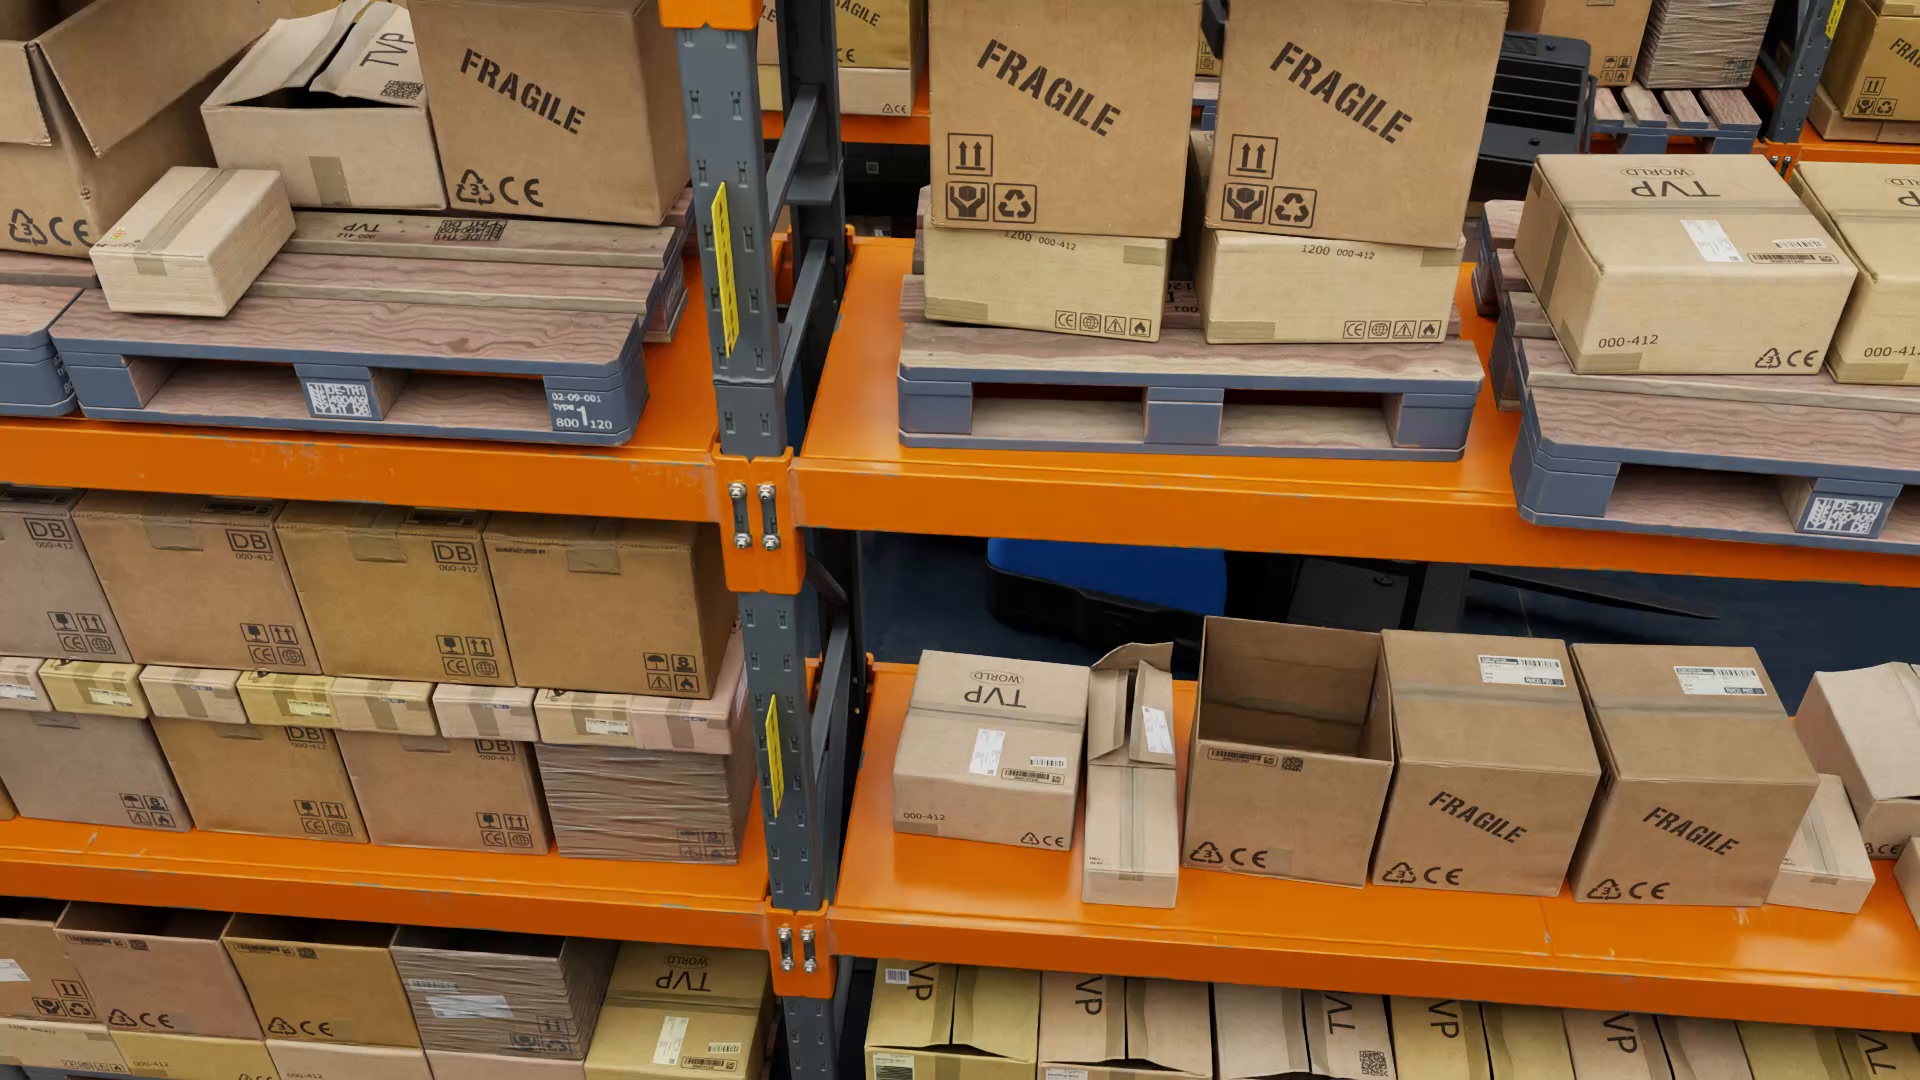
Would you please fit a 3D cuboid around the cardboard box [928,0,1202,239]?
[{"bbox_3d":[0.214,-0.963,3.373,0.500,0.500,0.500,4,39,4],"label":"cardboard box"}]

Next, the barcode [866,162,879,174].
[{"bbox_3d":[-0.490,-2.084,9.312,0.075,0.075,0.001,3,39,4],"label":"barcode"}]

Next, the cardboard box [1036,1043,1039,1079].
[{"bbox_3d":[0.493,1.647,5.196,0.500,0.250,0.500,4,39,5],"label":"cardboard box"}]

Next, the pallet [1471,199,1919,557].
[{"bbox_3d":[1.790,-0.375,3.608,1.213,0.211,1.003,5,39,6],"label":"pallet"}]

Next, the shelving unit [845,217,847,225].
[{"bbox_3d":[-0.159,-0.632,7.339,0.755,1.500,0.431,5,39,7],"label":"shelving unit"}]

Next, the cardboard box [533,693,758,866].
[{"bbox_3d":[-0.839,0.478,4.707,0.500,0.500,0.700,2,39,3],"label":"cardboard box"}]

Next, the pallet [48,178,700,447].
[{"bbox_3d":[-1.249,-0.622,3.832,1.213,0.211,1.003,3,39,4],"label":"pallet"}]

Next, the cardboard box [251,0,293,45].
[{"bbox_3d":[-3.509,-2.822,8.349,0.500,0.500,0.500,3,39,4],"label":"cardboard box"}]

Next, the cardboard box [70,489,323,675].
[{"bbox_3d":[-1.842,-0.079,4.364,0.500,0.500,0.700,3,39,4],"label":"cardboard box"}]

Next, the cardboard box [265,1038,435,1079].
[{"bbox_3d":[-1.874,1.502,5.375,0.500,0.250,0.500,3,39,4],"label":"cardboard box"}]

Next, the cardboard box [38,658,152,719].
[{"bbox_3d":[-2.216,0.284,4.432,0.250,0.149,0.380,4,39,5],"label":"cardboard box"}]

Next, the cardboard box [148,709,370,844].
[{"bbox_3d":[-1.865,0.424,4.774,0.500,0.500,0.700,4,39,5],"label":"cardboard box"}]

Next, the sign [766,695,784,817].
[{"bbox_3d":[-0.443,0.520,3.987,0.005,0.325,0.100,3,39,4],"label":"sign"}]

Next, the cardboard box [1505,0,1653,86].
[{"bbox_3d":[2.984,-2.603,8.144,0.500,0.500,0.700,0,39,0],"label":"cardboard box"}]

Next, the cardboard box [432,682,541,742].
[{"bbox_3d":[-1.194,0.339,4.364,0.250,0.149,0.380,2,39,3],"label":"cardboard box"}]

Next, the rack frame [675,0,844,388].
[{"bbox_3d":[-0.397,-1.789,2.820,0.127,3.000,1.000,3,39,4],"label":"rack frame"}]

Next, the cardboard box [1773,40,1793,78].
[{"bbox_3d":[4.358,-2.414,8.523,0.250,0.149,0.380,4,39,5],"label":"cardboard box"}]

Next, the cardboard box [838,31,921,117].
[{"bbox_3d":[-0.471,-2.363,8.380,0.500,0.250,0.500,3,39,4],"label":"cardboard box"}]

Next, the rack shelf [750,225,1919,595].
[{"bbox_3d":[1.596,-0.238,3.860,4.000,0.370,1.077,3,39,4],"label":"rack shelf"}]

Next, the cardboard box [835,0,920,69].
[{"bbox_3d":[-0.471,-2.650,8.139,0.500,0.500,0.500,3,39,4],"label":"cardboard box"}]

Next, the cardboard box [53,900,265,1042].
[{"bbox_3d":[-2.373,1.185,5.170,0.500,0.500,0.500,3,39,4],"label":"cardboard box"}]

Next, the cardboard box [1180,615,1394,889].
[{"bbox_3d":[0.892,0.579,4.583,0.500,0.500,0.500,6,40,7],"label":"cardboard box"}]

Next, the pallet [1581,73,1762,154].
[{"bbox_3d":[3.293,-2.258,8.300,1.003,0.211,1.213,3,39,4],"label":"pallet"}]

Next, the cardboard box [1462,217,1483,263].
[{"bbox_3d":[2.787,-1.669,9.056,0.500,0.500,0.700,3,39,4],"label":"cardboard box"}]

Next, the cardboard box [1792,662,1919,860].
[{"bbox_3d":[2.714,0.619,4.684,0.500,0.311,0.500,3,39,3],"label":"cardboard box"}]

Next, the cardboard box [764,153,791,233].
[{"bbox_3d":[-1.011,-1.811,9.230,0.500,0.500,0.500,0,39,0],"label":"cardboard box"}]

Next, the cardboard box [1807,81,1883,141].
[{"bbox_3d":[4.320,-2.107,8.146,0.250,0.149,0.380,3,39,3],"label":"cardboard box"}]

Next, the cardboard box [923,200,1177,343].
[{"bbox_3d":[0.216,-0.691,3.633,0.500,0.250,0.500,7,40,8],"label":"cardboard box"}]

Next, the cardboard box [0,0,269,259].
[{"bbox_3d":[-2.027,-1.052,3.765,0.637,0.503,0.797,7,40,9],"label":"cardboard box"}]

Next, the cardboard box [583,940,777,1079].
[{"bbox_3d":[-0.878,1.553,5.311,0.500,0.250,0.500,3,39,4],"label":"cardboard box"}]

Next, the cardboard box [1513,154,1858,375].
[{"bbox_3d":[1.503,-0.588,3.506,0.500,0.250,0.500,0,39,0],"label":"cardboard box"}]

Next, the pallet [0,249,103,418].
[{"bbox_3d":[-2.461,-0.690,3.916,1.213,0.211,1.003,3,39,4],"label":"pallet"}]

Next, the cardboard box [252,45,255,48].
[{"bbox_3d":[-3.500,-2.520,8.572,0.500,0.250,0.500,2,39,3],"label":"cardboard box"}]

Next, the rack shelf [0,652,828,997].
[{"bbox_3d":[-2.389,0.707,5.075,4.000,0.370,1.077,3,39,4],"label":"rack shelf"}]

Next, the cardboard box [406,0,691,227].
[{"bbox_3d":[-0.876,-1.075,3.796,0.500,0.500,0.500,6,40,8],"label":"cardboard box"}]

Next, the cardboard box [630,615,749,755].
[{"bbox_3d":[-0.686,0.367,4.330,0.250,0.149,0.380,3,39,4],"label":"cardboard box"}]

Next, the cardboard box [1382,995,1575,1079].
[{"bbox_3d":[1.525,1.485,4.950,0.500,0.311,0.500,4,39,5],"label":"cardboard box"}]

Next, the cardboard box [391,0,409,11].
[{"bbox_3d":[-2.503,-2.756,8.269,0.500,0.500,0.500,2,39,2],"label":"cardboard box"}]

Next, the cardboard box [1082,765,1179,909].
[{"bbox_3d":[0.468,0.811,4.576,0.250,0.149,0.380,3,39,4],"label":"cardboard box"}]

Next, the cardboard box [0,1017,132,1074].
[{"bbox_3d":[-2.870,1.444,5.445,0.500,0.250,0.500,3,39,4],"label":"cardboard box"}]

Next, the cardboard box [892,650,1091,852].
[{"bbox_3d":[0.097,0.595,4.762,0.500,0.250,0.500,5,39,7],"label":"cardboard box"}]

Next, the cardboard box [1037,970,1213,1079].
[{"bbox_3d":[0.492,1.433,5.015,0.500,0.311,0.500,3,39,3],"label":"cardboard box"}]

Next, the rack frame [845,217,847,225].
[{"bbox_3d":[-0.521,-0.667,7.381,0.023,1.500,0.400,5,39,7],"label":"rack frame"}]

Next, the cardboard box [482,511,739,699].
[{"bbox_3d":[-0.839,-0.025,4.298,0.500,0.500,0.700,3,39,4],"label":"cardboard box"}]

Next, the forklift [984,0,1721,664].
[{"bbox_3d":[1.679,-0.782,6.389,3.031,2.935,1.130,12,41,15],"label":"forklift"}]

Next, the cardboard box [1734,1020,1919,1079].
[{"bbox_3d":[2.527,1.543,4.879,0.500,0.311,0.500,3,39,3],"label":"cardboard box"}]

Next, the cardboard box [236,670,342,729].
[{"bbox_3d":[-1.700,0.310,4.400,0.250,0.149,0.380,3,39,4],"label":"cardboard box"}]

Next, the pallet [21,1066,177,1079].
[{"bbox_3d":[-2.404,1.484,5.759,1.213,0.211,1.003,3,39,4],"label":"pallet"}]

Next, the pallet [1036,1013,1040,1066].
[{"bbox_3d":[0.341,1.634,5.575,1.213,0.211,1.003,3,39,4],"label":"pallet"}]

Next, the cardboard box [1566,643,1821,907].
[{"bbox_3d":[1.915,0.635,4.514,0.500,0.500,0.500,1,39,1],"label":"cardboard box"}]

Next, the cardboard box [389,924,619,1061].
[{"bbox_3d":[-1.375,1.228,5.117,0.500,0.500,0.500,3,39,4],"label":"cardboard box"}]

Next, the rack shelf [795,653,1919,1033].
[{"bbox_3d":[1.596,0.925,4.807,4.000,0.370,1.077,3,39,4],"label":"rack shelf"}]

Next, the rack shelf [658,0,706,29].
[{"bbox_3d":[-2.389,-1.464,3.307,4.000,0.370,1.077,3,39,4],"label":"rack shelf"}]

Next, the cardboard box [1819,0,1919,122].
[{"bbox_3d":[4.474,-2.335,7.912,0.500,0.500,0.500,4,39,5],"label":"cardboard box"}]

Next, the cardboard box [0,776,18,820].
[{"bbox_3d":[-2.900,0.370,4.840,0.500,0.500,0.700,3,39,4],"label":"cardboard box"}]

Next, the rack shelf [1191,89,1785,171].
[{"bbox_3d":[2.019,-2.191,8.635,4.000,0.370,1.077,3,39,4],"label":"rack shelf"}]
